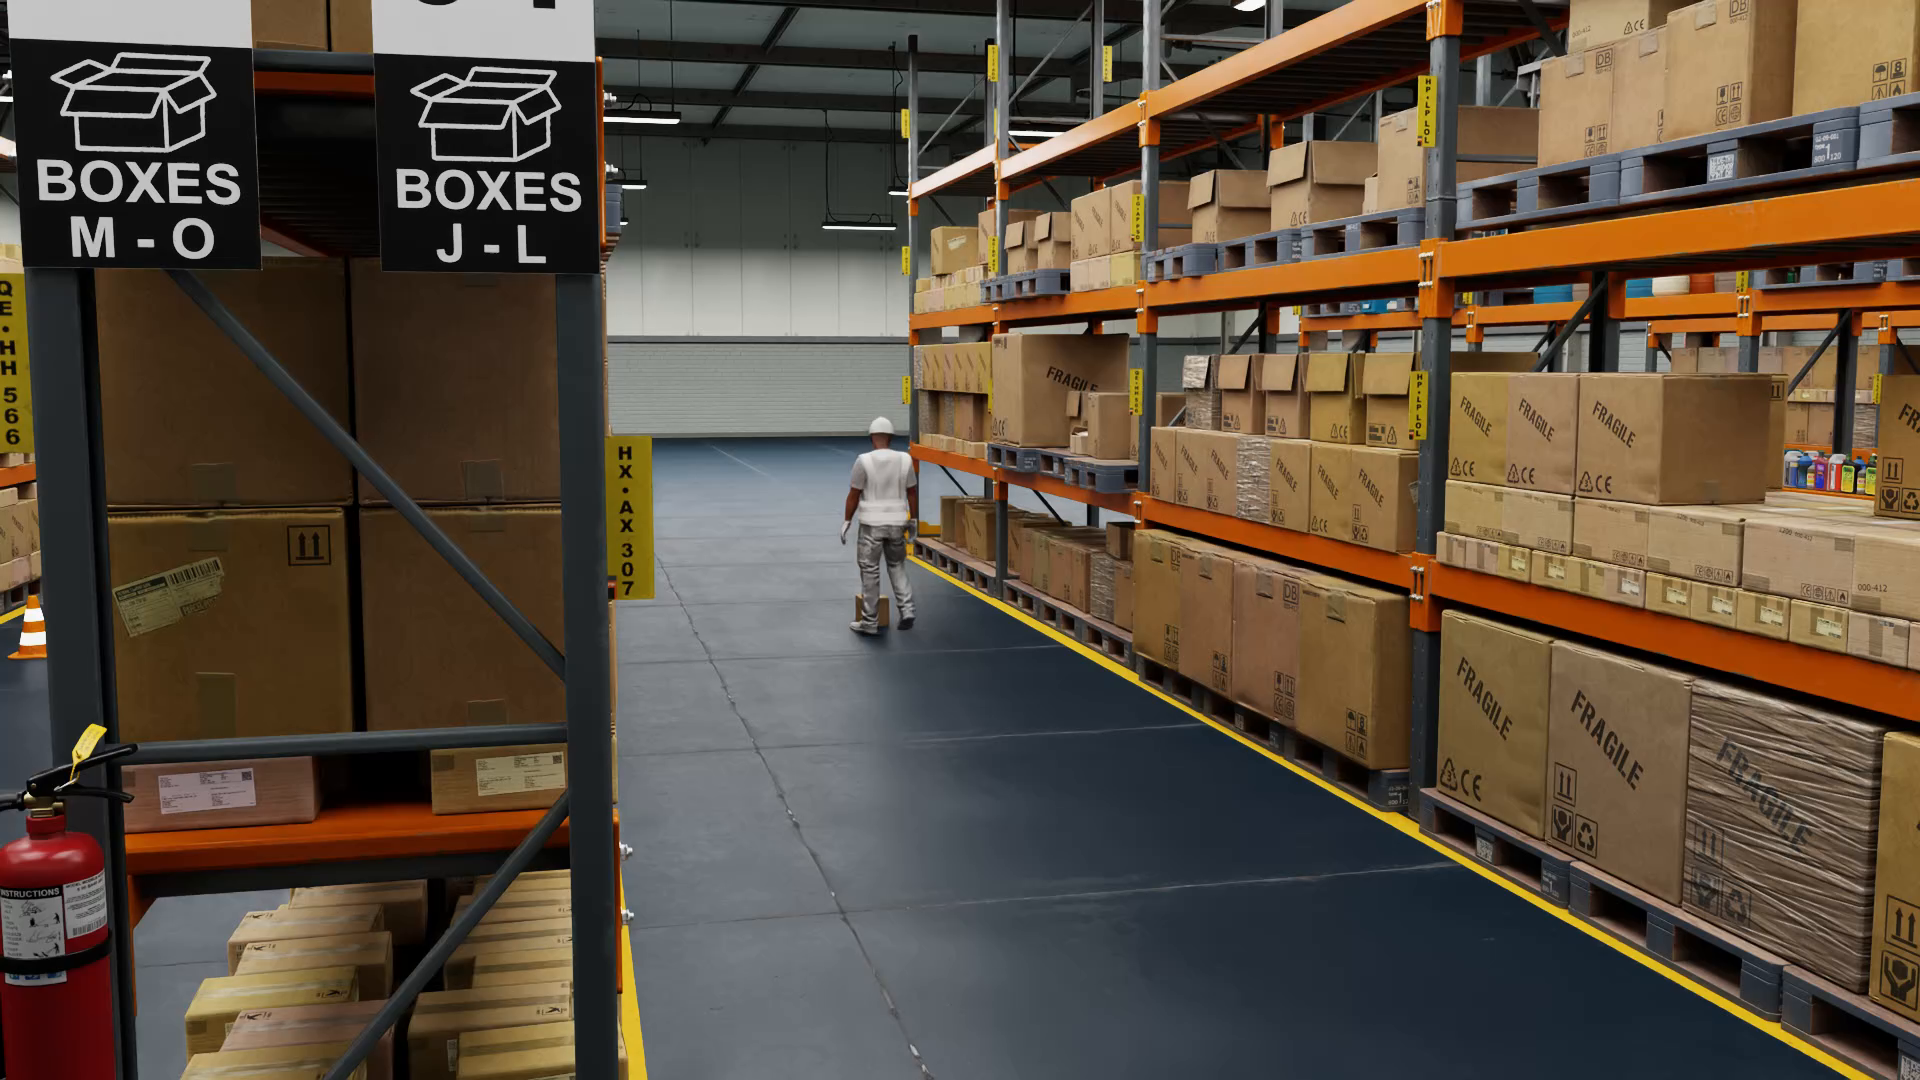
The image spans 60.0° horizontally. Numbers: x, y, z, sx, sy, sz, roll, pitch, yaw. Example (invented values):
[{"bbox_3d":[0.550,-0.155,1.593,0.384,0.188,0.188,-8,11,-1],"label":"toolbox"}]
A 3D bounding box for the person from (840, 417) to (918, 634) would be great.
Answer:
[{"bbox_3d":[-0.669,-0.113,13.783,0.626,1.800,0.442,-3,7,-30],"label":"person"}]
